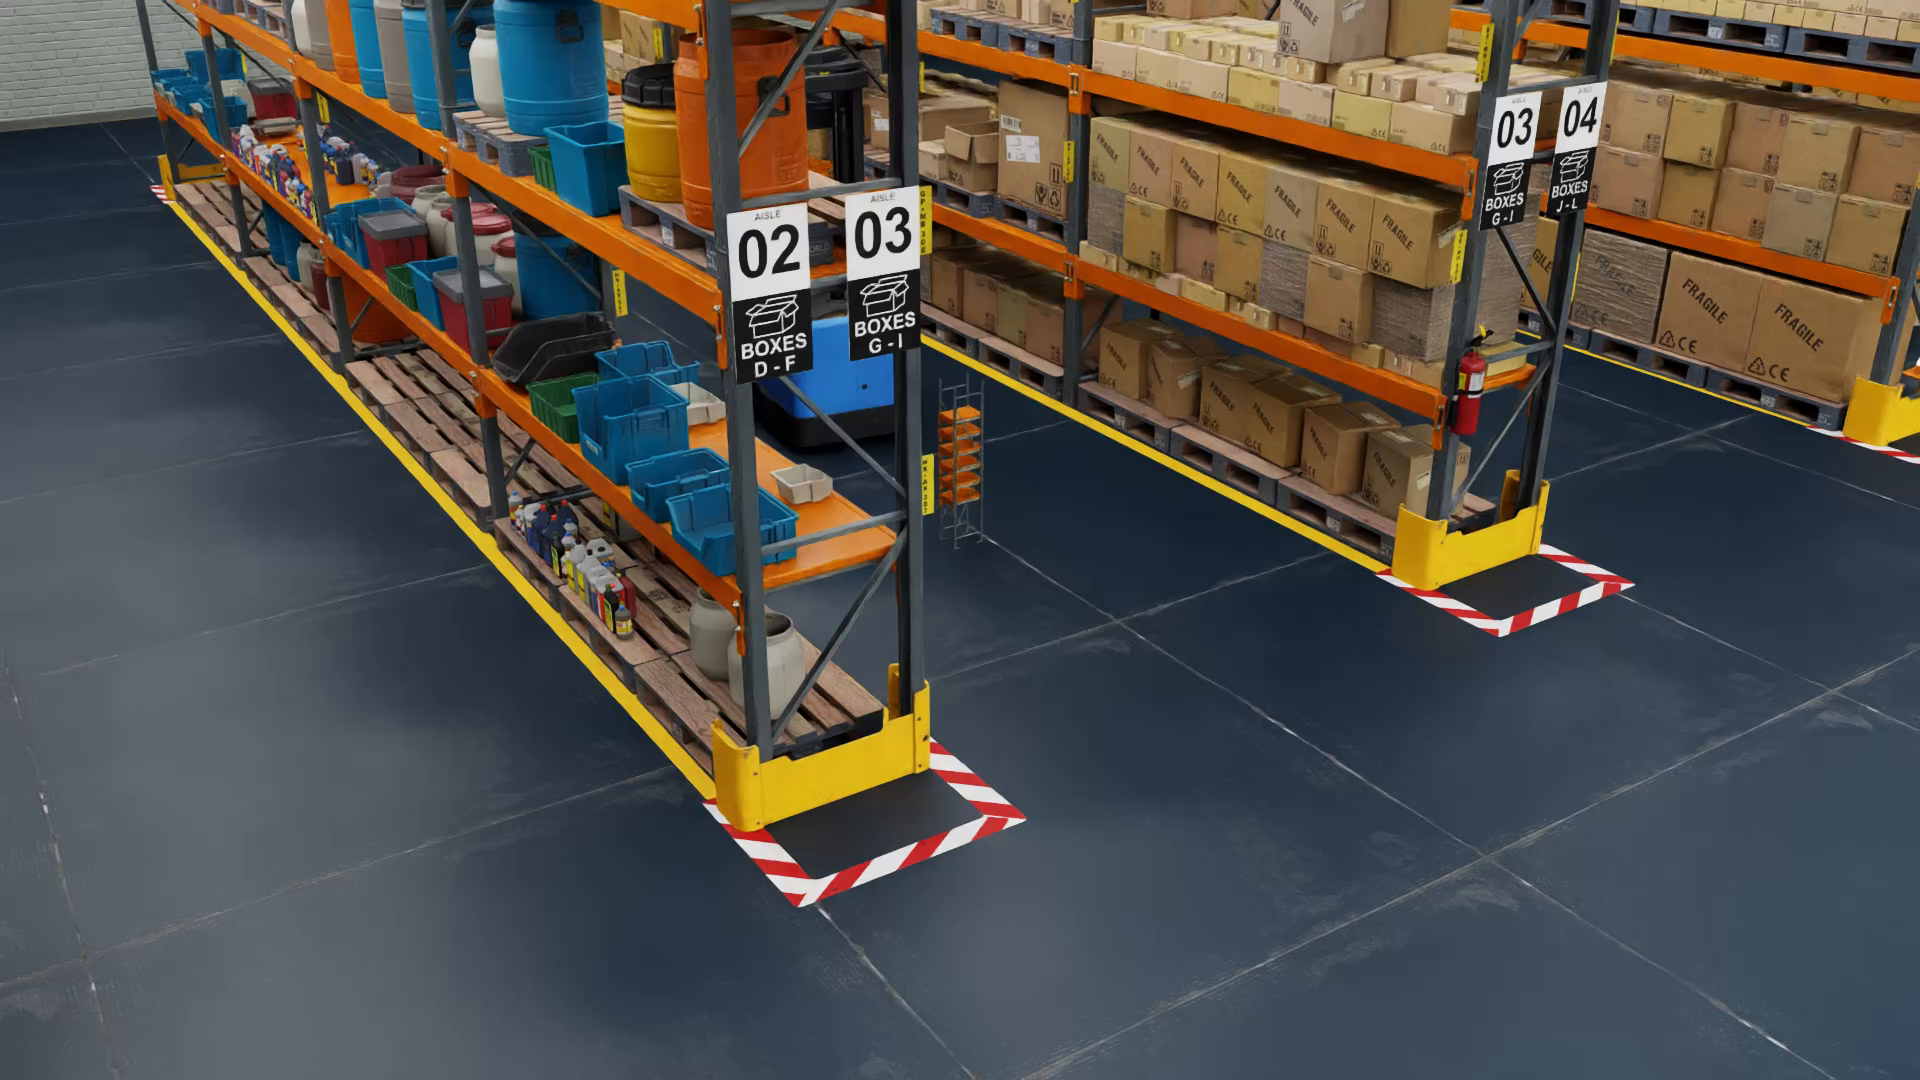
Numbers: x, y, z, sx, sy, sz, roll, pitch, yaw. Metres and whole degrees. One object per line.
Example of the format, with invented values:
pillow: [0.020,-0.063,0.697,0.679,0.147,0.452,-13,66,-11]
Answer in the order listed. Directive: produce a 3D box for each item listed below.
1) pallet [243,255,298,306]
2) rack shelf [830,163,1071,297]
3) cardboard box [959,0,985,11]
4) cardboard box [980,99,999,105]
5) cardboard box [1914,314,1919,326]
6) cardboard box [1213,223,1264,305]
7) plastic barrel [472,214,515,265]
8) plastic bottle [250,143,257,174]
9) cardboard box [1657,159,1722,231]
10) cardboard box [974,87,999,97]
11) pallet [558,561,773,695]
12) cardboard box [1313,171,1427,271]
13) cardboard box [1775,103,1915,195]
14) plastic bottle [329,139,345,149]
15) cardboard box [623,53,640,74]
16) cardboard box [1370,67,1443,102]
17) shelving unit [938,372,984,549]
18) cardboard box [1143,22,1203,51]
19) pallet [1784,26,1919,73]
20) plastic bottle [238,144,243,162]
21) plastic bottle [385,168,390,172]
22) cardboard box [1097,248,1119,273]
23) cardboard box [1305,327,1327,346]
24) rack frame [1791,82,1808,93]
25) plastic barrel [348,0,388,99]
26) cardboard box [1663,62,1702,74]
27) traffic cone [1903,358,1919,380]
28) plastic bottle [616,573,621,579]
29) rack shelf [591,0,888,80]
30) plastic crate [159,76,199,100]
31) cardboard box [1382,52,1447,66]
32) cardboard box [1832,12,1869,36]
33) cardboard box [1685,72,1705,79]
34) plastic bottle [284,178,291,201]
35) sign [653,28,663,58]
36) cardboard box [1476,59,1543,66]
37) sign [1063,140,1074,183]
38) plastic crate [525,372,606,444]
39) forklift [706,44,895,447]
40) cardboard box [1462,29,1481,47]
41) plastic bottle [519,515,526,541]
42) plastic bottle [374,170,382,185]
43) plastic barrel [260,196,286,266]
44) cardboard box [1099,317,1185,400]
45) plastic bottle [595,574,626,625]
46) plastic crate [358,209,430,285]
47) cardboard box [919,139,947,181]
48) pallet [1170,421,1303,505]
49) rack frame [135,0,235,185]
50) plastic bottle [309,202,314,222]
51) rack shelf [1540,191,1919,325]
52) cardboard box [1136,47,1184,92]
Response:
pallet: [-6.805,-2.771,17.336,1.003,0.211,1.213,-16,29,-30]
rack shelf: [0.234,-3.001,15.399,1.077,0.370,4.000,-16,29,-30]
cardboard box: [0.218,-4.699,14.421,0.380,0.166,0.250,-16,30,-31]
cardboard box: [0.443,-5.998,23.055,0.380,0.149,0.250,-16,30,-30]
cardboard box: [9.405,-2.198,16.195,0.380,0.149,0.250,-1,25,-3]
cardboard box: [2.359,-2.084,12.149,0.875,0.500,0.500,-16,29,-30]
plastic barrel: [-3.563,-2.174,12.645,0.433,0.535,0.433,0,25,0]
plastic bottle: [-6.864,-3.717,16.209,0.061,0.283,0.133,-16,29,-30]
cardboard box: [6.637,-3.091,14.571,0.875,0.550,0.500,-16,29,-30]
cardboard box: [0.425,-6.401,23.909,0.380,0.149,0.250,-17,30,-32]
pallet: [-1.822,0.491,10.425,1.003,0.211,1.213,-16,29,-30]
cardboard box: [2.724,-2.129,11.071,0.500,0.500,0.500,-16,29,-30]
cardboard box: [7.173,-3.173,13.480,0.875,0.550,0.550,-16,29,-30]
plastic bottle: [-6.157,-3.837,16.472,0.152,0.276,0.135,-16,29,-30]
cardboard box: [-3.787,-5.820,20.355,0.500,0.250,0.500,-15,29,-28]
cardboard box: [2.811,-2.869,10.470,0.380,0.149,0.250,-17,30,-32]
shelving unit: [0.008,-0.537,11.445,0.258,1.200,0.189,-16,29,-30]
cardboard box: [1.578,-3.710,12.253,0.380,0.149,0.250,-15,29,-29]
pallet: [7.307,-3.879,13.006,1.003,0.211,1.213,-16,29,-30]
plastic bottle: [-7.197,-3.913,16.720,0.097,0.201,0.097,0,25,0]
plastic bottle: [-5.260,-3.289,15.302,0.061,0.283,0.133,-16,29,-30]
cardboard box: [1.317,-2.258,13.276,0.380,0.149,0.250,-16,29,-30]
cardboard box: [2.640,-1.480,11.627,0.380,0.149,0.250,-16,29,-30]
rack frame: [9.629,-4.920,18.622,1.000,3.000,0.127,-16,29,-30]
plastic barrel: [-3.998,-3.639,11.806,0.600,0.901,0.708,-16,29,-30]
cardboard box: [8.636,-5.765,19.453,0.500,0.500,0.500,-14,29,-28]
traffic cone: [8.620,-1.674,14.716,0.336,0.463,0.334,-16,29,-30]
plastic bottle: [-2.106,0.304,10.318,0.097,0.201,0.097,0,25,0]
rack shelf: [-1.732,-2.948,8.727,1.077,0.370,4.000,-16,29,-30]
plastic crate: [-9.156,-5.300,19.551,0.416,0.233,0.300,-16,29,-30]
cardboard box: [3.033,-3.180,11.131,0.380,0.149,0.250,-16,29,-30]
cardboard box: [6.977,-4.000,12.843,0.380,0.149,0.250,-15,29,-29]
cardboard box: [8.675,-5.389,19.417,0.380,0.149,0.250,-15,29,-29]
plastic bottle: [-6.132,-3.215,15.241,0.097,0.201,0.097,0,25,0]
sign: [-3.506,-5.770,19.314,0.100,0.325,0.005,-16,29,-30]
cardboard box: [5.261,-4.404,16.240,0.700,0.500,0.500,-16,30,-30]
sign: [0.863,-3.004,13.206,0.100,0.325,0.005,-16,29,-30]
plastic crate: [-2.319,-0.810,10.162,0.450,0.188,0.662,-16,29,-30]
forklift: [-1.436,-2.656,13.905,1.130,2.935,3.031,-11,27,-22]
cardboard box: [6.968,-6.623,21.819,0.500,0.250,0.500,-16,29,-30]
plastic bottle: [-2.906,-0.101,11.176,0.097,0.201,0.097,0,25,0]
plastic bottle: [-5.317,-3.259,15.252,0.097,0.271,0.097,0,25,0]
plastic barrel: [-6.908,-3.361,17.284,0.600,0.901,0.708,-16,29,-30]
cardboard box: [1.511,-1.518,13.851,0.500,0.500,0.500,-17,30,-31]
plastic bottle: [-2.125,0.355,10.121,0.152,0.276,0.135,-15,29,-29]
plastic crate: [-4.382,-2.267,12.926,0.402,0.464,0.583,-16,29,-30]
cardboard box: [-0.136,-3.511,15.319,0.500,0.250,0.500,-16,30,-31]
pallet: [2.392,-0.681,12.908,1.003,0.211,1.213,-16,29,-30]
rack frame: [-9.375,-5.749,20.377,1.000,3.000,0.127,-16,29,-30]
plastic bottle: [-5.634,-2.888,14.550,0.097,0.201,0.097,0,25,0]
rack shelf: [6.629,-2.690,14.740,1.077,0.370,4.000,-16,29,-30]
cardboard box: [1.650,-3.491,12.255,0.500,0.250,0.500,-16,30,-30]
